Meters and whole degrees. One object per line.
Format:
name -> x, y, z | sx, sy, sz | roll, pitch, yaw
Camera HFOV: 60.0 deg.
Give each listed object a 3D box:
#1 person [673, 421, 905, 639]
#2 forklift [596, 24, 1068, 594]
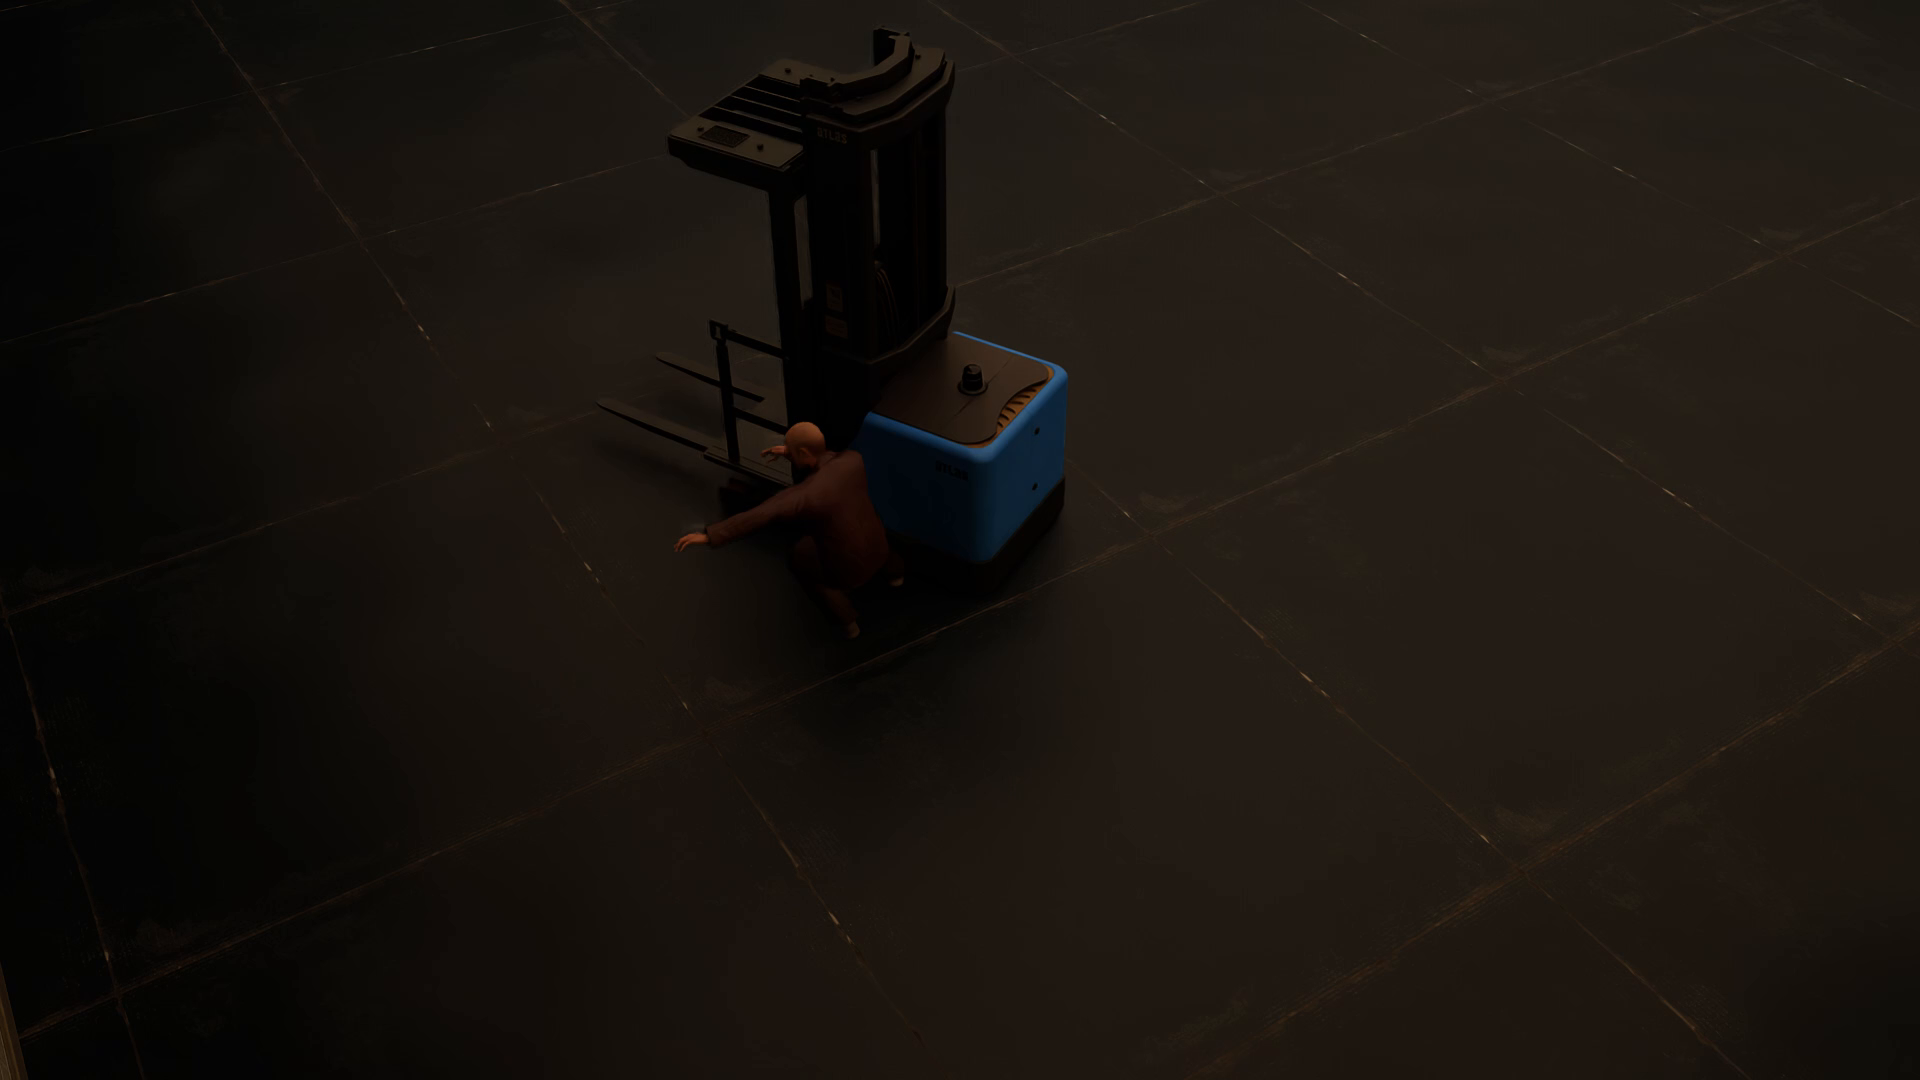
person -> -0.809, -0.015, 8.967 | 0.822, 1.490, 1.673 | 26, 47, 27
forklift -> -0.891, -1.511, 9.600 | 3.031, 2.935, 1.130 | 21, 45, 22
